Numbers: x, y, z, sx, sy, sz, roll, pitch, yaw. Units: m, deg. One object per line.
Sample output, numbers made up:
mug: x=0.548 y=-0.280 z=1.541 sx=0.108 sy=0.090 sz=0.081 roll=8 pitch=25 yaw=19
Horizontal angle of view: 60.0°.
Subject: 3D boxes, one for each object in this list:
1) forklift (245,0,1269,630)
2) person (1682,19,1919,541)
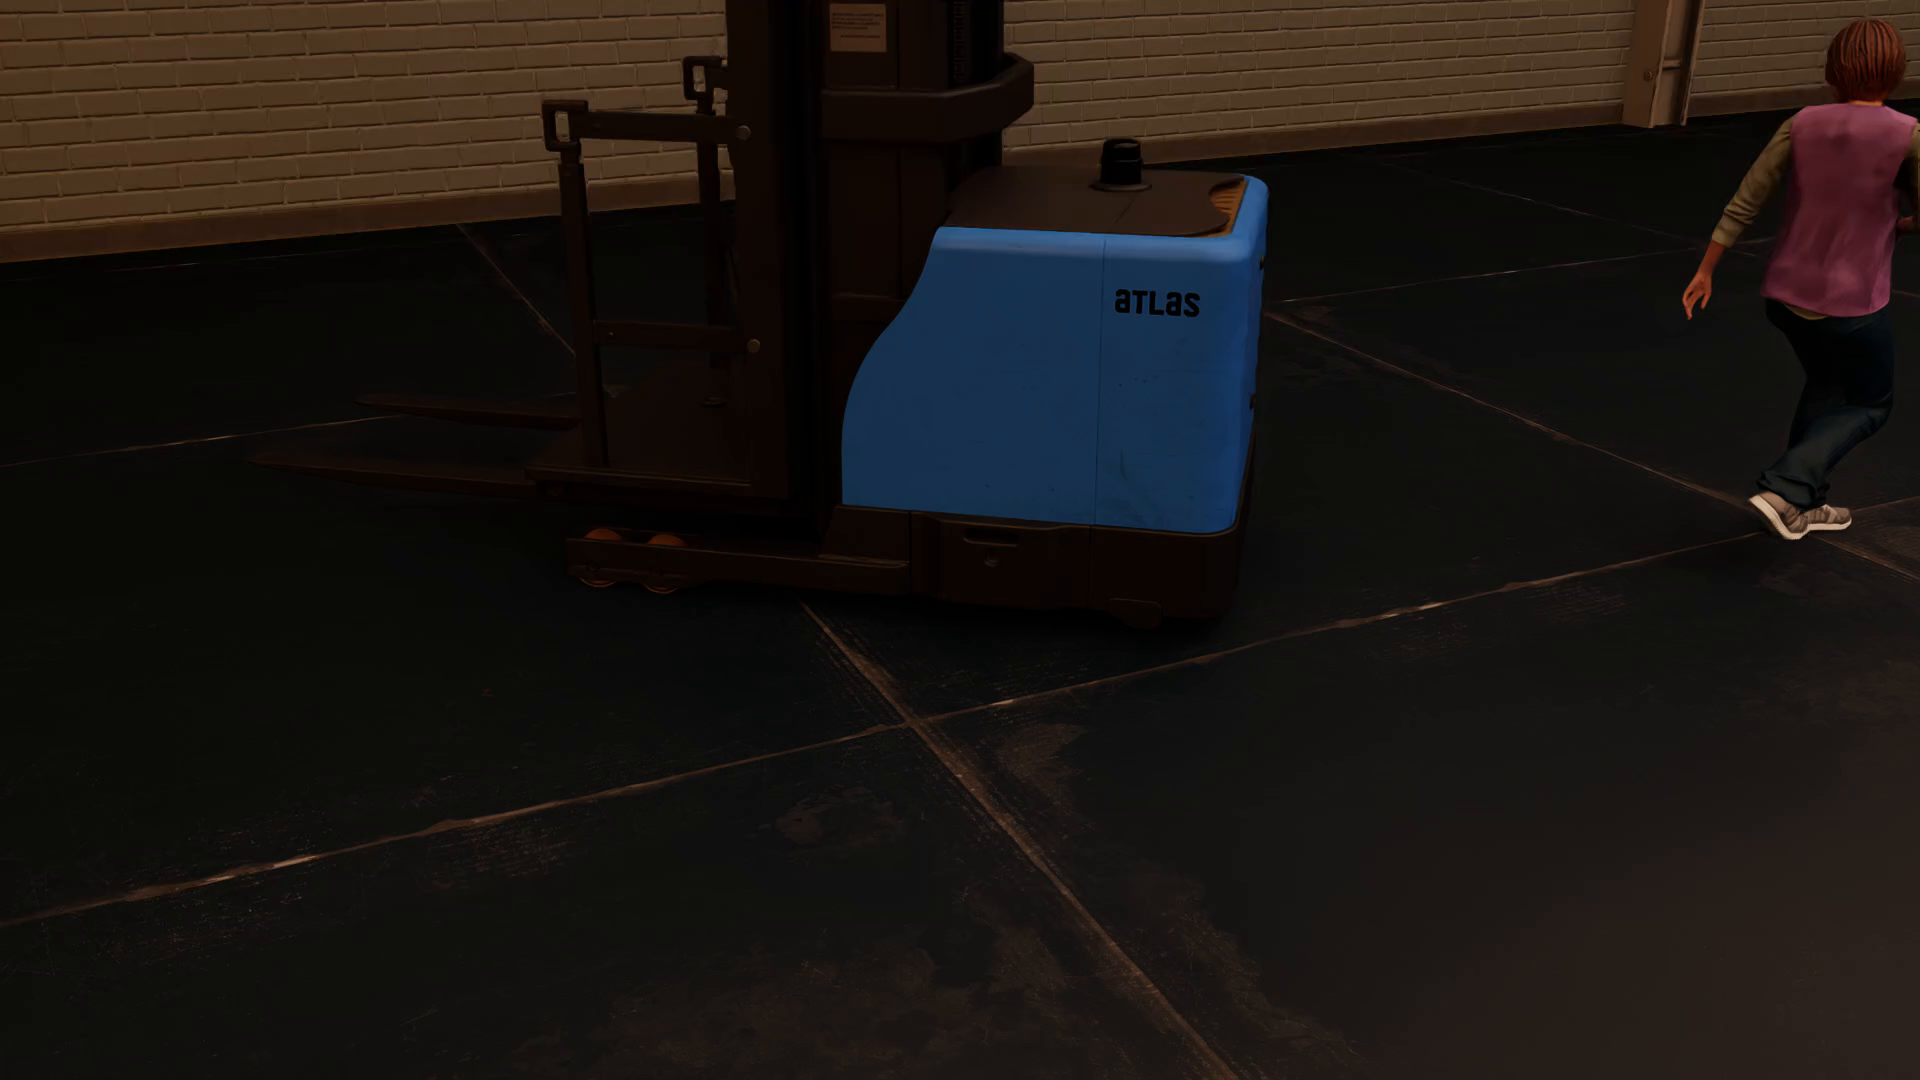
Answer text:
forklift: x=-0.651 y=-1.391 z=4.635 sx=3.031 sy=2.935 sz=1.130 roll=5 pitch=23 yaw=12
person: x=2.519 y=-0.723 z=4.864 sx=0.613 sy=1.539 sz=0.529 roll=-12 pitch=25 yaw=-26
